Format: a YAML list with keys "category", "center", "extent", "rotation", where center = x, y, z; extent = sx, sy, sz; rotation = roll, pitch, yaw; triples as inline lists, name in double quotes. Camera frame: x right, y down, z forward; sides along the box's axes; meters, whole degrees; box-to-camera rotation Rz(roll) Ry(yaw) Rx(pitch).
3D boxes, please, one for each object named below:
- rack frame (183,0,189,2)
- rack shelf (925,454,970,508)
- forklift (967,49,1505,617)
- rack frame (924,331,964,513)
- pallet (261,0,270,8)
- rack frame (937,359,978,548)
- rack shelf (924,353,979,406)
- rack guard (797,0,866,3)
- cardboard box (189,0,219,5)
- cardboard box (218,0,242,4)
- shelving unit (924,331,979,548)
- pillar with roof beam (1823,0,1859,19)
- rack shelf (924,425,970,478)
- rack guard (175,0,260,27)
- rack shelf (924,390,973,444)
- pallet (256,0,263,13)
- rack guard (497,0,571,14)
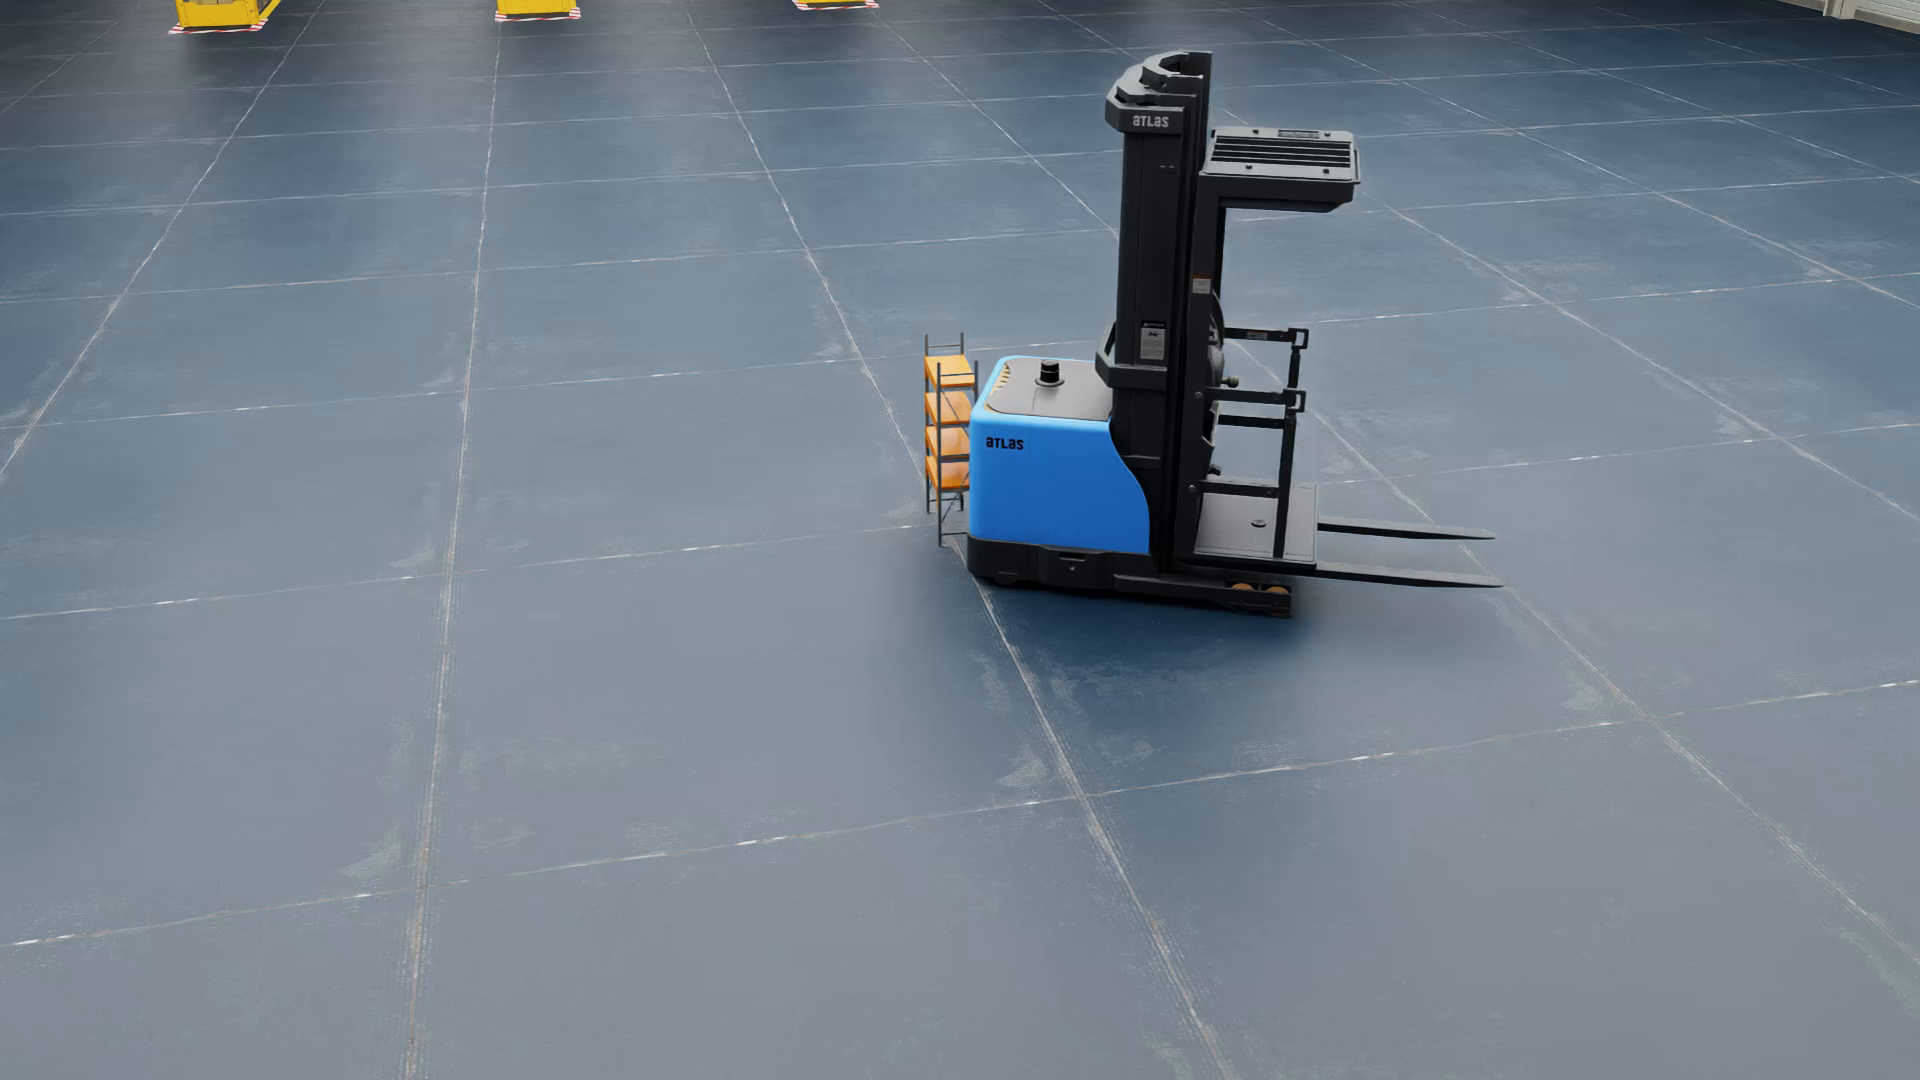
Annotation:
- category: "rack frame"
  center: [-11.845, -9.612, 25.965]
  extent: [1.000, 3.000, 0.127]
  rotation: [-6, 27, -12]
- category: "rack shelf"
  center: [-0.055, -0.373, 10.247]
  extent: [0.258, 0.148, 0.480]
  rotation: [-4, 27, -9]
- category: "forklift"
  center: [1.612, -1.137, 9.250]
  extent: [3.031, 2.935, 1.130]
  rotation: [5, 27, 10]
- category: "rack frame"
  center: [-0.096, -0.718, 10.342]
  extent: [0.240, 1.200, 0.015]
  rotation: [-4, 27, -9]
- category: "pallet"
  center: [-12.329, -9.233, 28.309]
  extent: [1.003, 0.211, 1.213]
  rotation: [-6, 27, -12]
- category: "rack frame"
  center: [-0.014, -0.502, 9.912]
  extent: [0.240, 1.200, 0.015]
  rotation: [-4, 27, -9]
- category: "rack shelf"
  center: [-0.055, -0.961, 9.950]
  extent: [0.258, 0.148, 0.480]
  rotation: [-4, 27, -9]
- category: "rack guard"
  center: [-2.210, -9.534, 28.584]
  extent: [1.175, 0.500, 0.348]
  rotation: [-6, 27, -12]
- category: "cardboard box"
  center: [-12.254, -8.778, 26.897]
  extent: [0.500, 0.250, 0.500]
  rotation: [-6, 27, -12]
- category: "cardboard box"
  center: [-11.749, -8.830, 27.001]
  extent: [0.500, 0.250, 0.500]
  rotation: [-6, 27, -12]
- category: "shelving unit"
  center: [-0.055, -0.610, 10.127]
  extent: [0.258, 1.200, 0.503]
  rotation: [-4, 27, -9]
- category: "pillar with roof beam"
  center: [10.177, -12.133, 24.301]
  extent: [9.100, 9.000, 0.400]
  rotation: [-6, 27, -12]
- category: "rack shelf"
  center: [-0.055, -0.550, 10.157]
  extent: [0.258, 0.148, 0.480]
  rotation: [-4, 27, -9]
- category: "rack guard"
  center: [-11.839, -8.486, 26.508]
  extent: [1.175, 0.500, 0.348]
  rotation: [-6, 27, -12]
- category: "rack shelf"
  center: [-0.055, -0.750, 10.057]
  extent: [0.258, 0.148, 0.480]
  rotation: [-4, 27, -9]
- category: "pallet"
  center: [-12.058, -8.699, 27.250]
  extent: [1.003, 0.211, 1.213]
  rotation: [-6, 27, -12]
- category: "rack guard"
  center: [-7.081, -9.026, 27.578]
  extent: [1.175, 0.500, 0.348]
  rotation: [-6, 27, -12]
